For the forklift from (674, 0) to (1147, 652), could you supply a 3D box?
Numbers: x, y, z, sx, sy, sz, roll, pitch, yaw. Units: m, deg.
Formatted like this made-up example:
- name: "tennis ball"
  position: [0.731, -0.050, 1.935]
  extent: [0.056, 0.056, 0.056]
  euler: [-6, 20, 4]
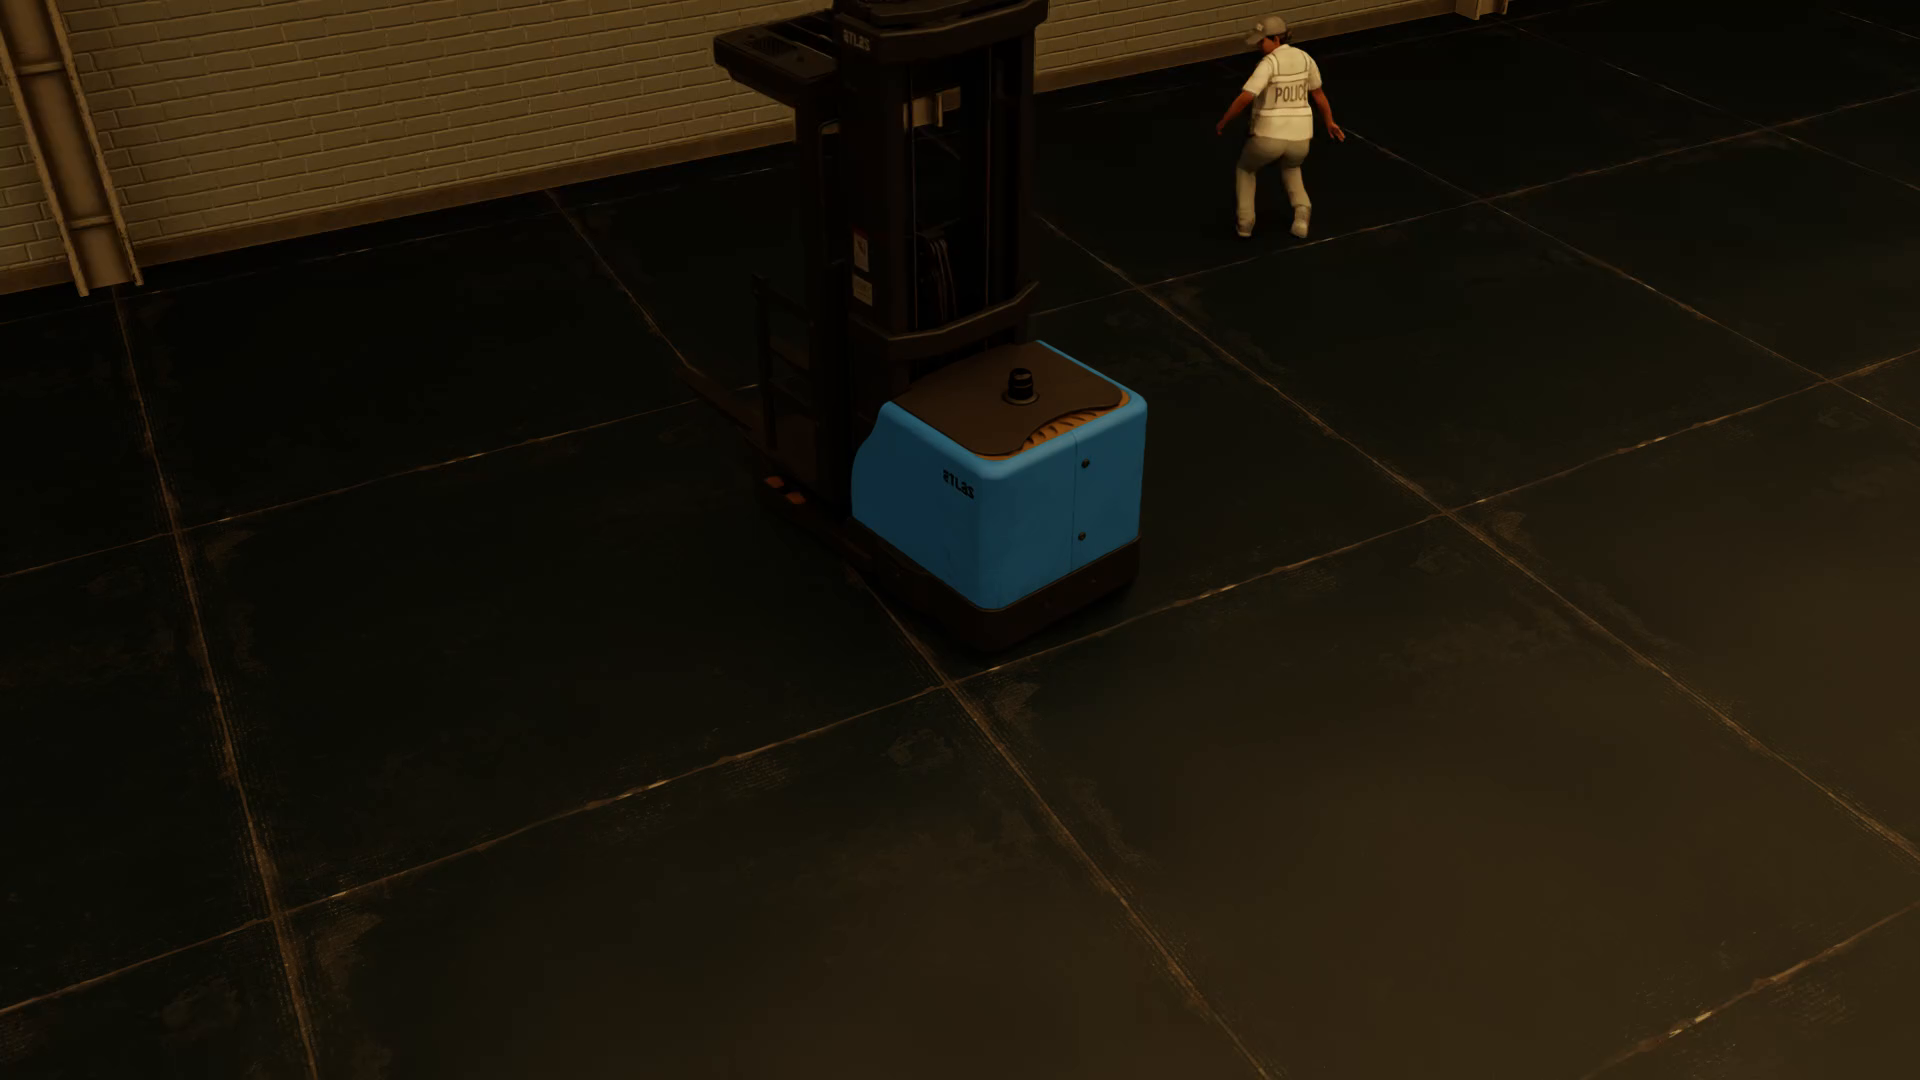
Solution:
- name: "forklift"
  position: [-0.438, -1.453, 8.178]
  extent: [1.130, 2.935, 3.031]
  euler: [-26, 43, -32]

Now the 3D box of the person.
- name: "person"
  position: [2.215, -2.788, 11.372]
  extent: [0.884, 1.508, 0.510]
  euler: [-10, 36, -14]
